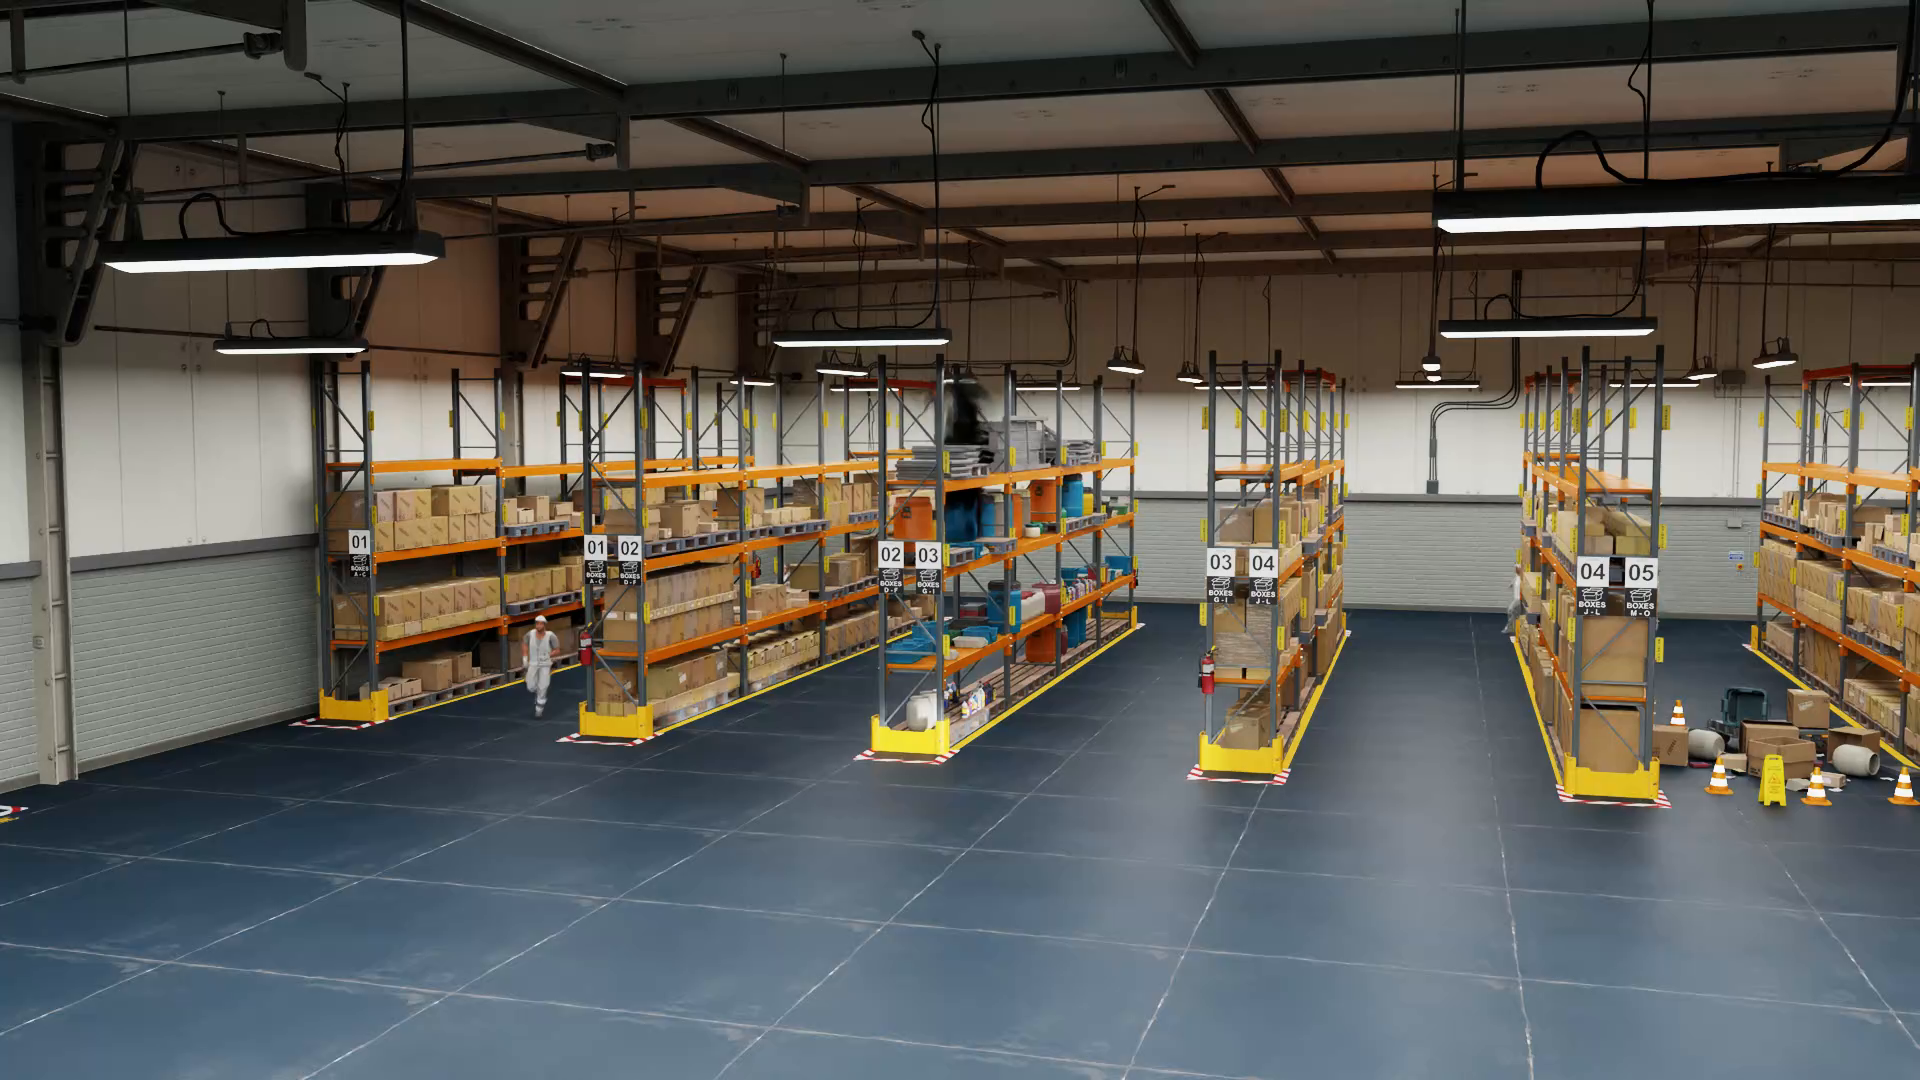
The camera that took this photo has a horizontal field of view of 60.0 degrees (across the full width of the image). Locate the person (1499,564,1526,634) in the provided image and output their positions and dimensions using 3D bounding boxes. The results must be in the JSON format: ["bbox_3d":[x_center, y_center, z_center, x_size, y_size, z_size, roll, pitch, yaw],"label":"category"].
[{"bbox_3d":[13.154,1.363,38.936,0.921,1.761,0.790,1,4,12],"label":"person"}]

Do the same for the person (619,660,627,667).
[{"bbox_3d":[-6.271,1.986,31.143,0.510,1.547,0.636,1,4,18],"label":"person"}]

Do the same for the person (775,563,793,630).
[{"bbox_3d":[-4.131,1.365,39.299,0.613,1.659,0.678,1,4,12],"label":"person"}]

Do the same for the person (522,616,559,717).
[{"bbox_3d":[-7.102,2.133,28.090,0.660,1.731,0.637,0,4,-1],"label":"person"}]
